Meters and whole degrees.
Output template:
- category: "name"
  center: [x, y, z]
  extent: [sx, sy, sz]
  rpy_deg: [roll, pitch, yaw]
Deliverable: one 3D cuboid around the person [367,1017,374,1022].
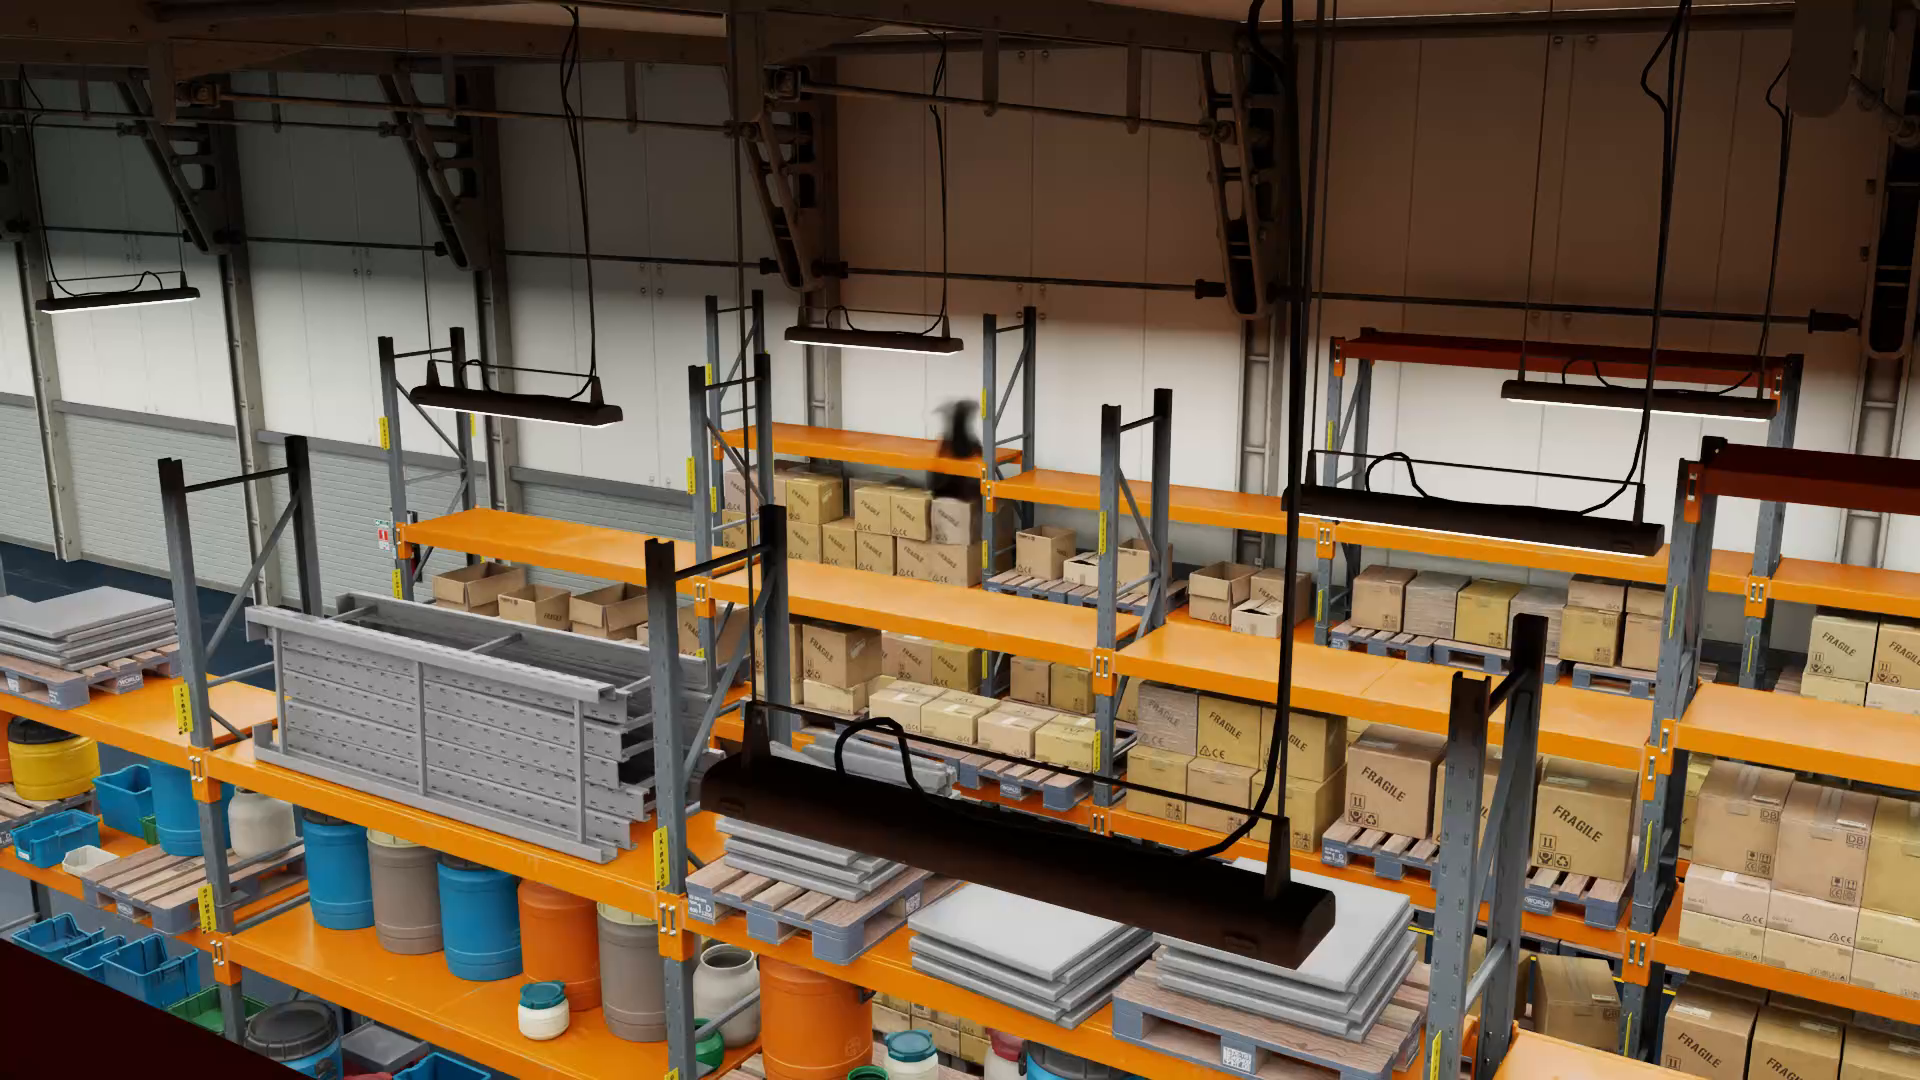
- category: "person"
  center: [-4.705, 3.908, 13.758]
  extent: [0.660, 1.754, 0.631]
  rpy_deg: [9, 16, 32]
